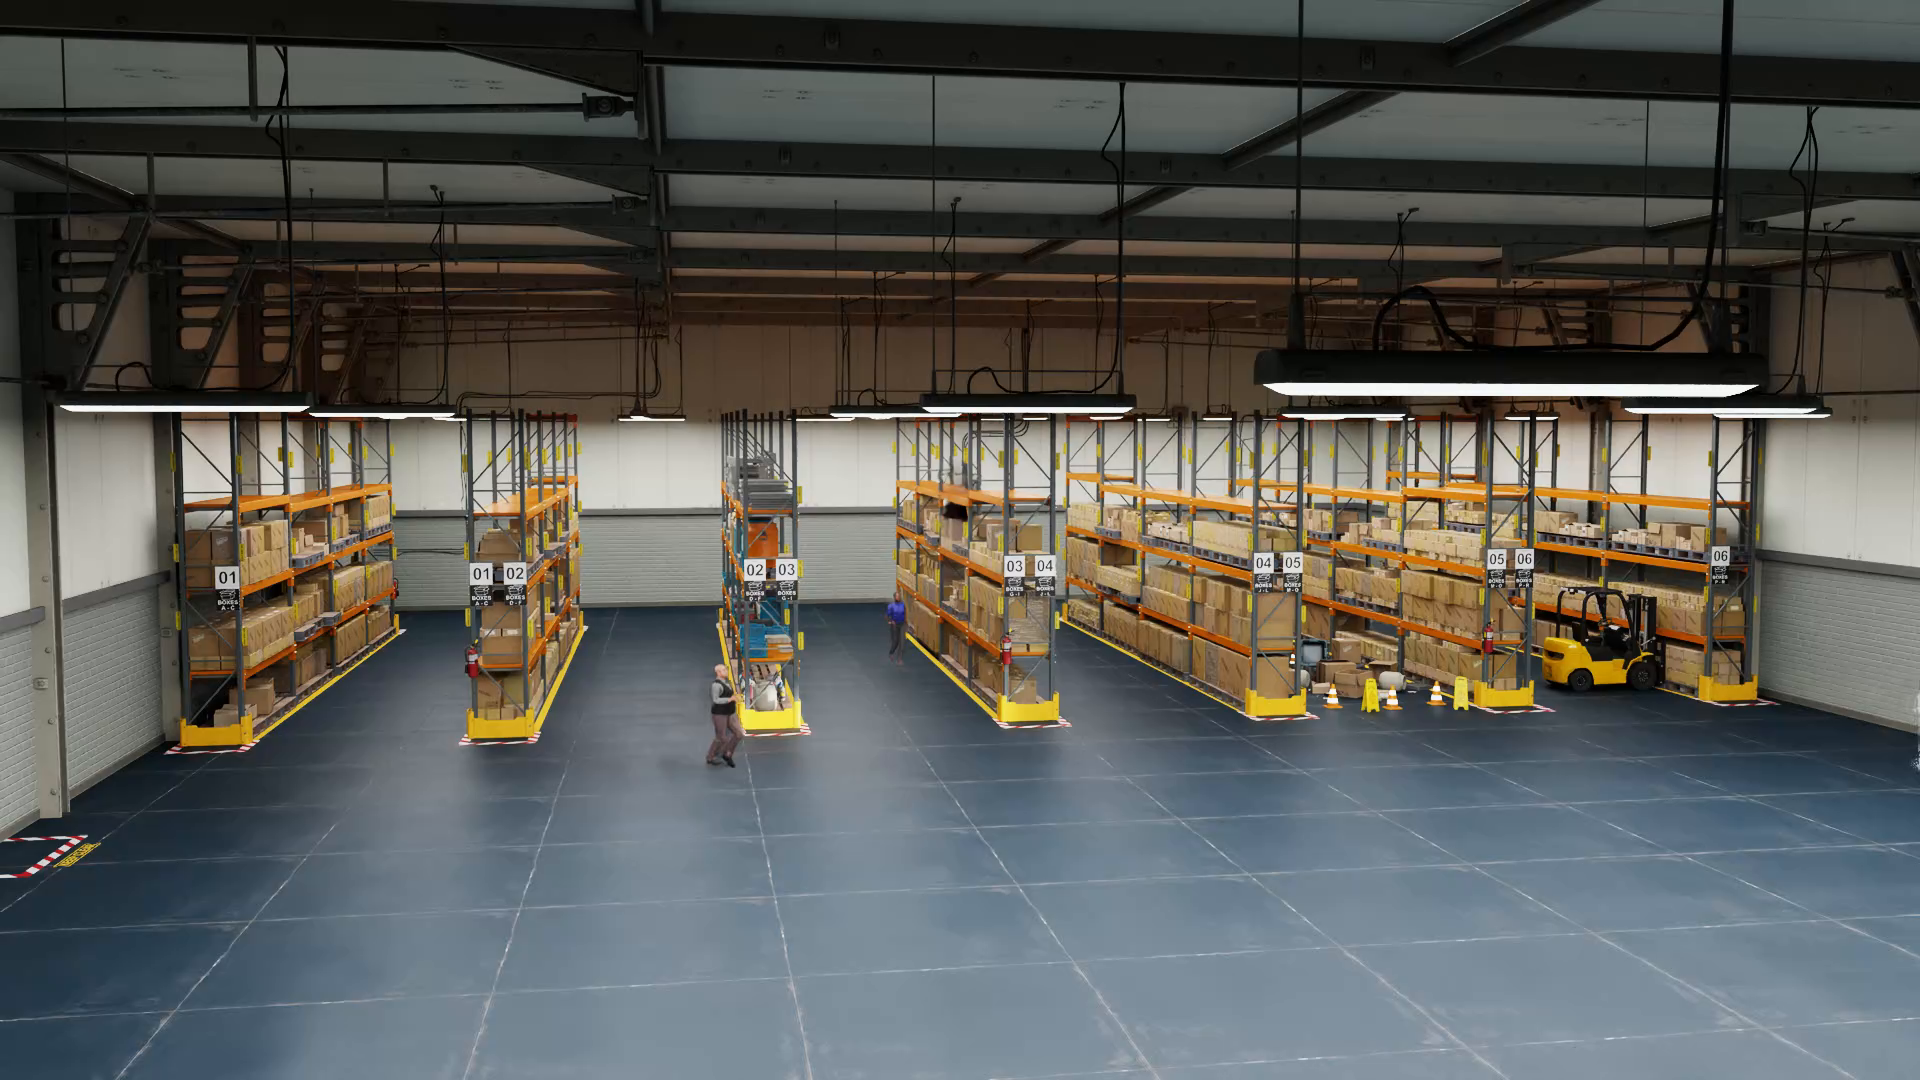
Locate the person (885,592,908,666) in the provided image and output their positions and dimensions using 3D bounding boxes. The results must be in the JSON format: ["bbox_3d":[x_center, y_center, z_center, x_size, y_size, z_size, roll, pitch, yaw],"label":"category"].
[{"bbox_3d":[-1.408,1.996,37.708,0.579,1.650,0.685,-2,4,-24],"label":"person"}]

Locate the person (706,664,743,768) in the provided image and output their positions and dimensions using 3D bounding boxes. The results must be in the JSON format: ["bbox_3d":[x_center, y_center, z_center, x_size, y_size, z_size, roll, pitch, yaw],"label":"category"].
[{"bbox_3d":[-3.904,2.945,27.665,0.687,1.752,0.638,2,4,21],"label":"person"}]

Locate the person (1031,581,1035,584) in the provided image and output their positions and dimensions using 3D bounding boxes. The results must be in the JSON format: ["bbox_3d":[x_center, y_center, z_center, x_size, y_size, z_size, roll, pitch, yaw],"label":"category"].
[{"bbox_3d":[1.833,1.545,47.769,0.760,1.708,0.537,2,4,24],"label":"person"}]
